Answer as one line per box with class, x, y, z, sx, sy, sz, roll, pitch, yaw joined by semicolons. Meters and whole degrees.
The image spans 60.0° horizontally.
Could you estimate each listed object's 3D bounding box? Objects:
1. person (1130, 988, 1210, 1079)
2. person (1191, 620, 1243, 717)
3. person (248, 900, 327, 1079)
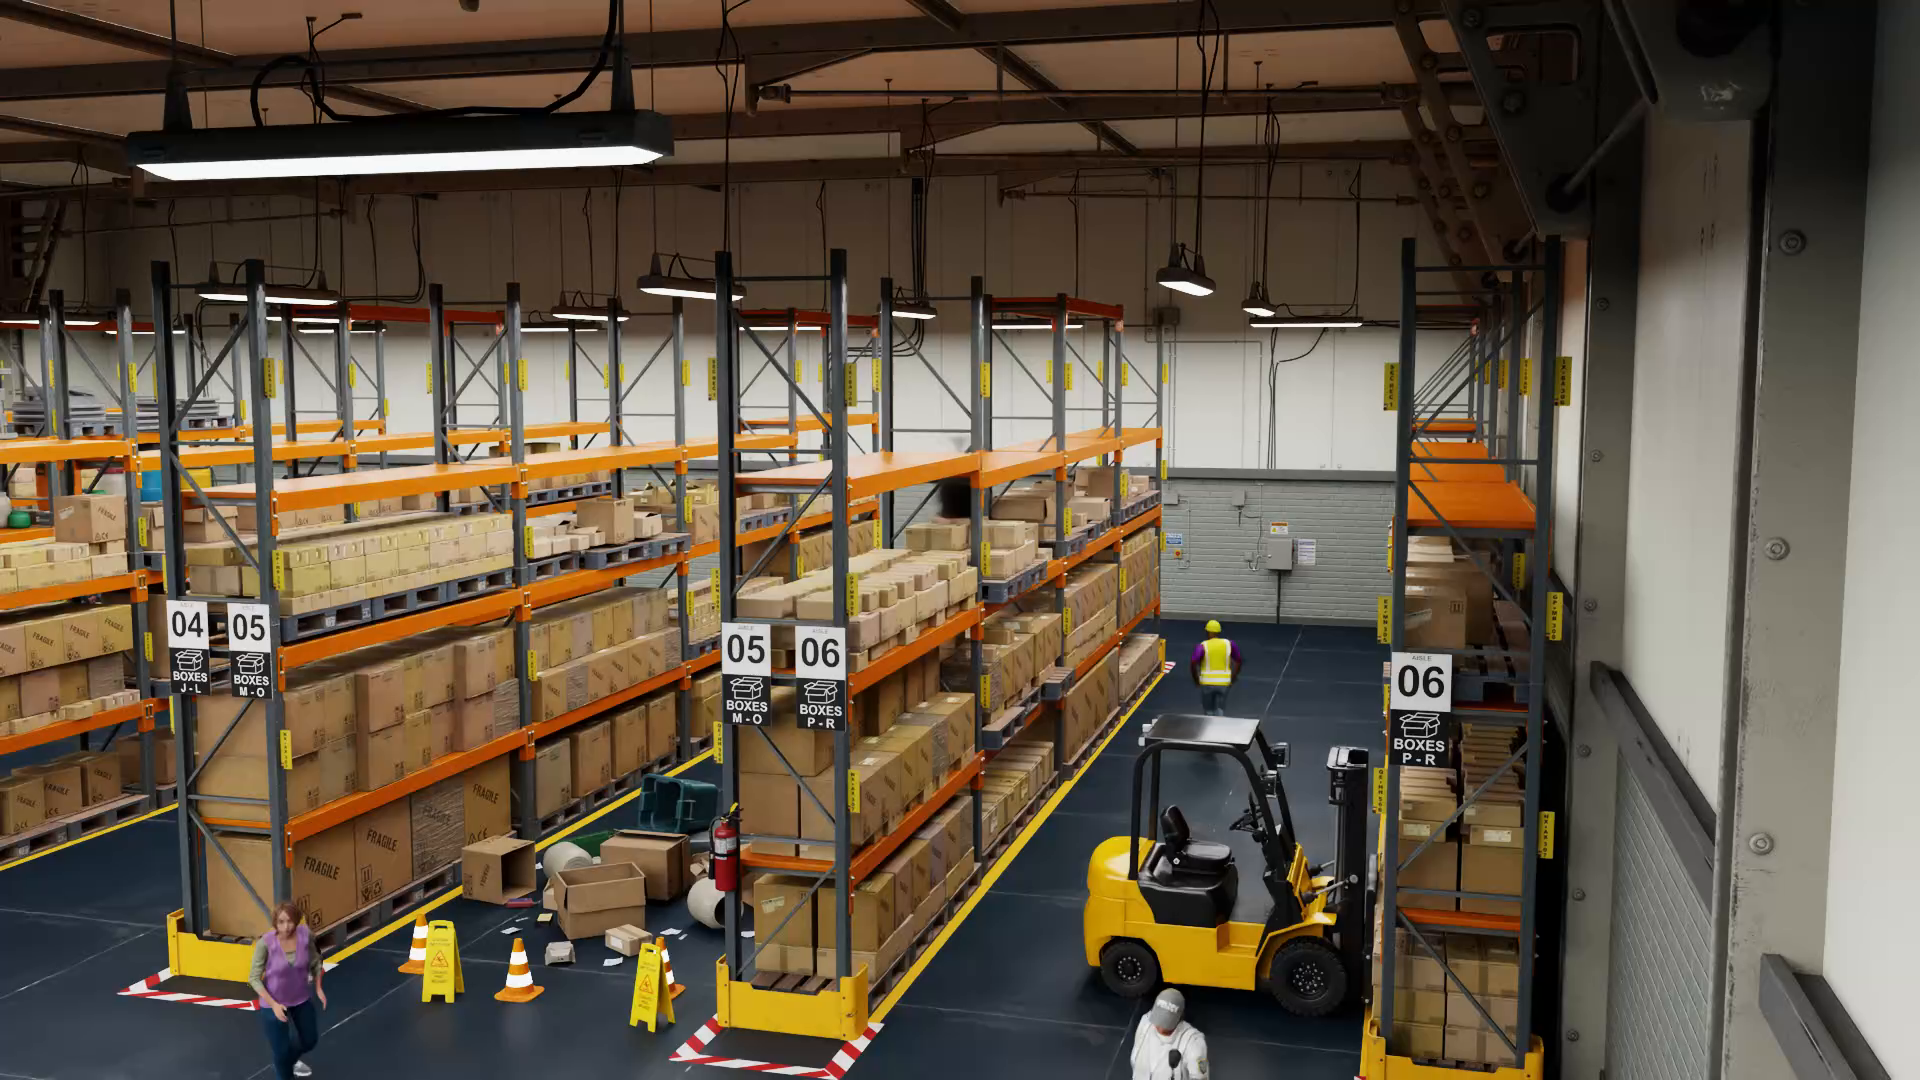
person;1.197;3.342;9.831;0.769;1.582;0.687;5;8;37
person;3.458;1.954;22.395;0.731;1.729;0.645;0;6;-1
person;-4.709;3.211;11.567;0.511;1.493;0.686;-5;8;-41
